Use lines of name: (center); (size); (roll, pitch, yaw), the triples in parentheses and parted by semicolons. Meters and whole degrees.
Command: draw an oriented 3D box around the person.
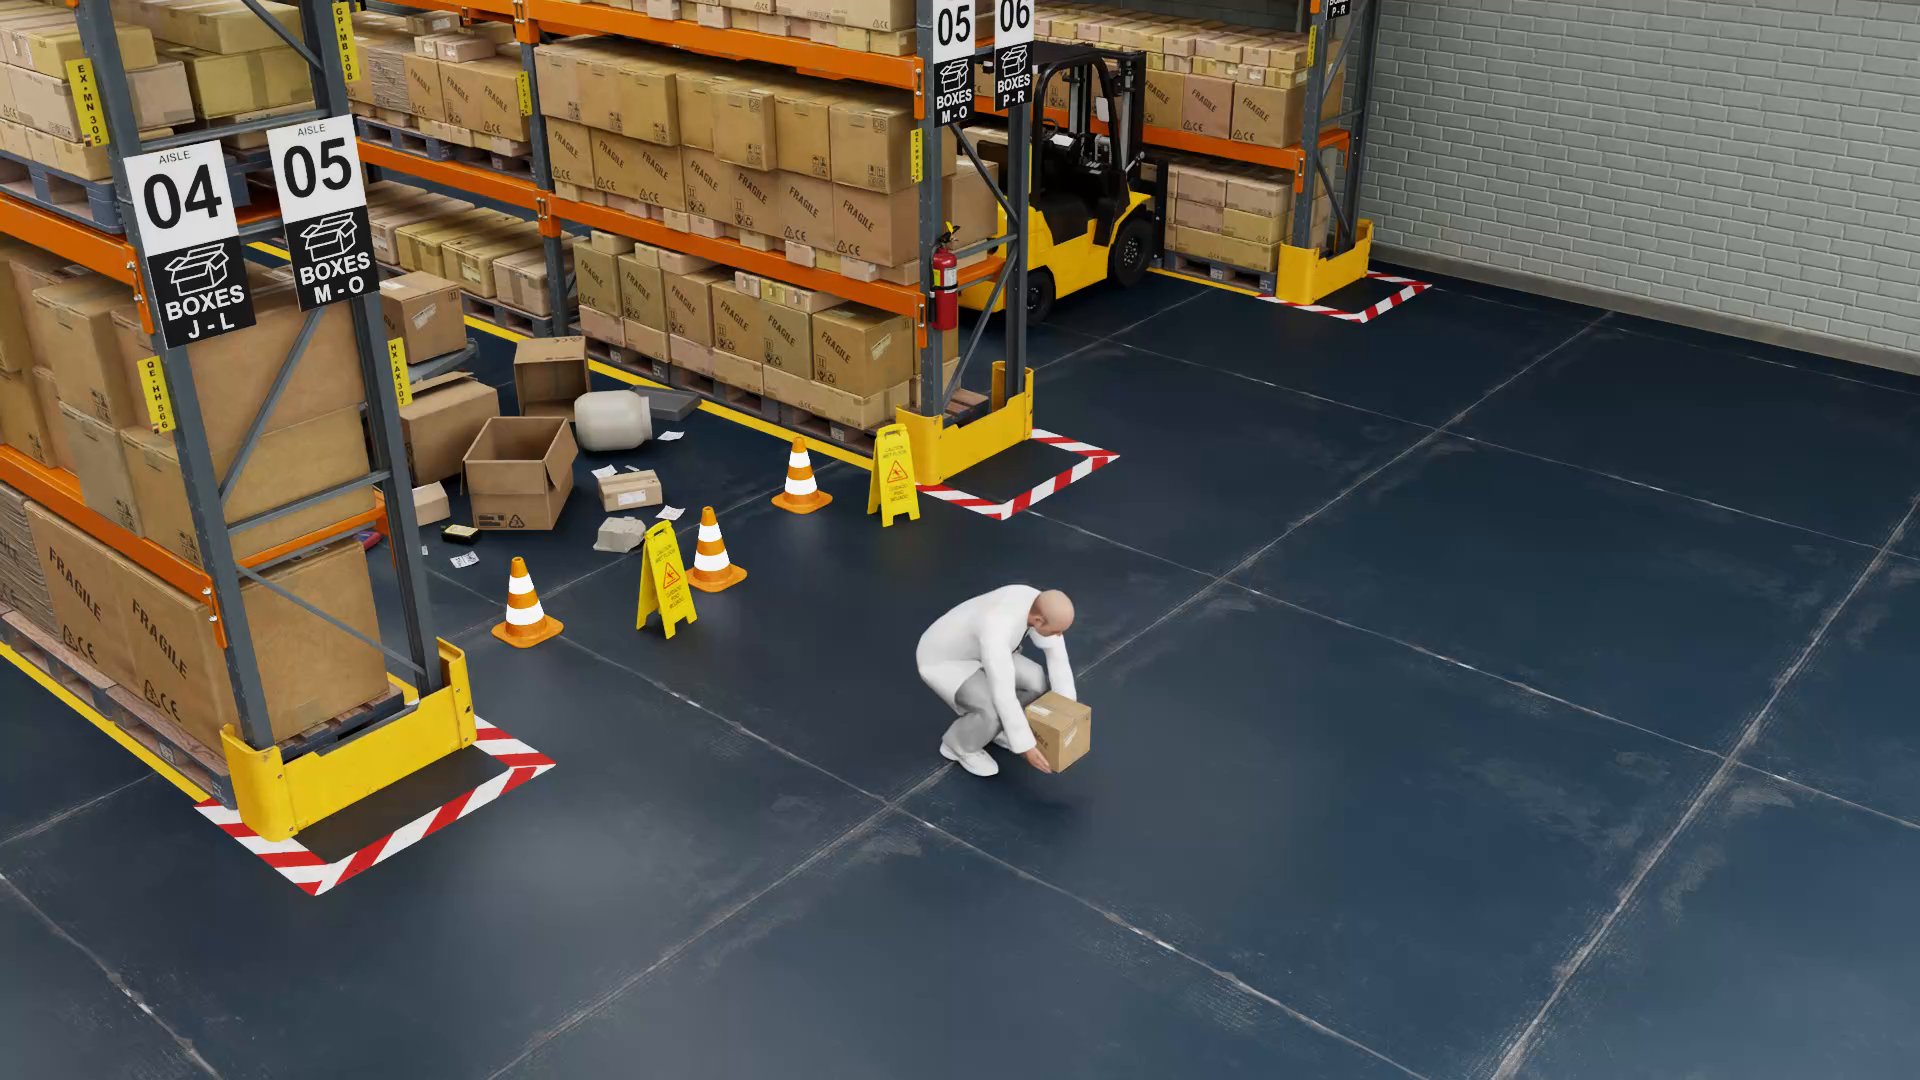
person: (0.198, 0.639, 8.202); (0.896, 1.033, 0.607); (20, 33, 34)
